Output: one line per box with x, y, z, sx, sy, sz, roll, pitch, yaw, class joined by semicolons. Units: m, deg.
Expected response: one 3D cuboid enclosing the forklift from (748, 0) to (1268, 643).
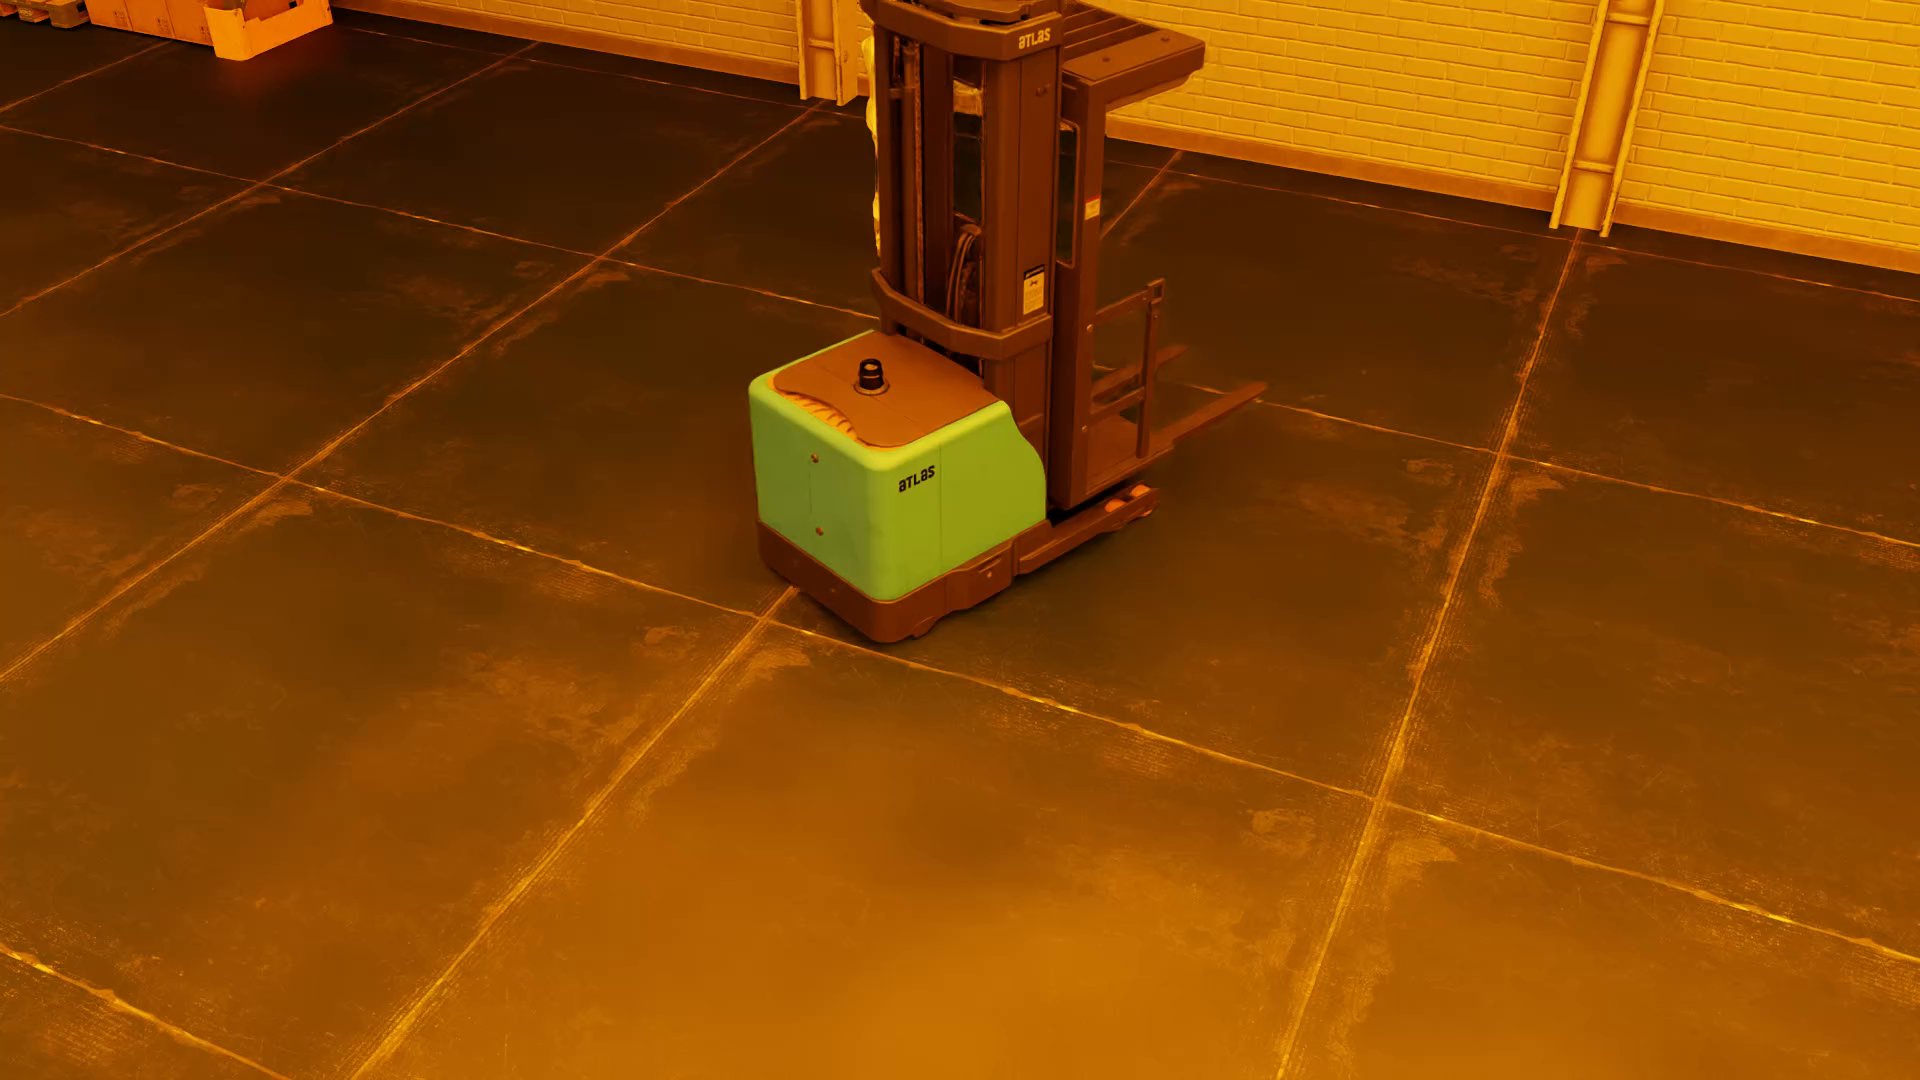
0.413;-1.441;8.107;3.031;2.935;1.130;-28;44;-33;forklift

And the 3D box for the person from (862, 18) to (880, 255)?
-0.416;-2.656;10.793;0.372;1.795;0.535;-10;37;-14;person
